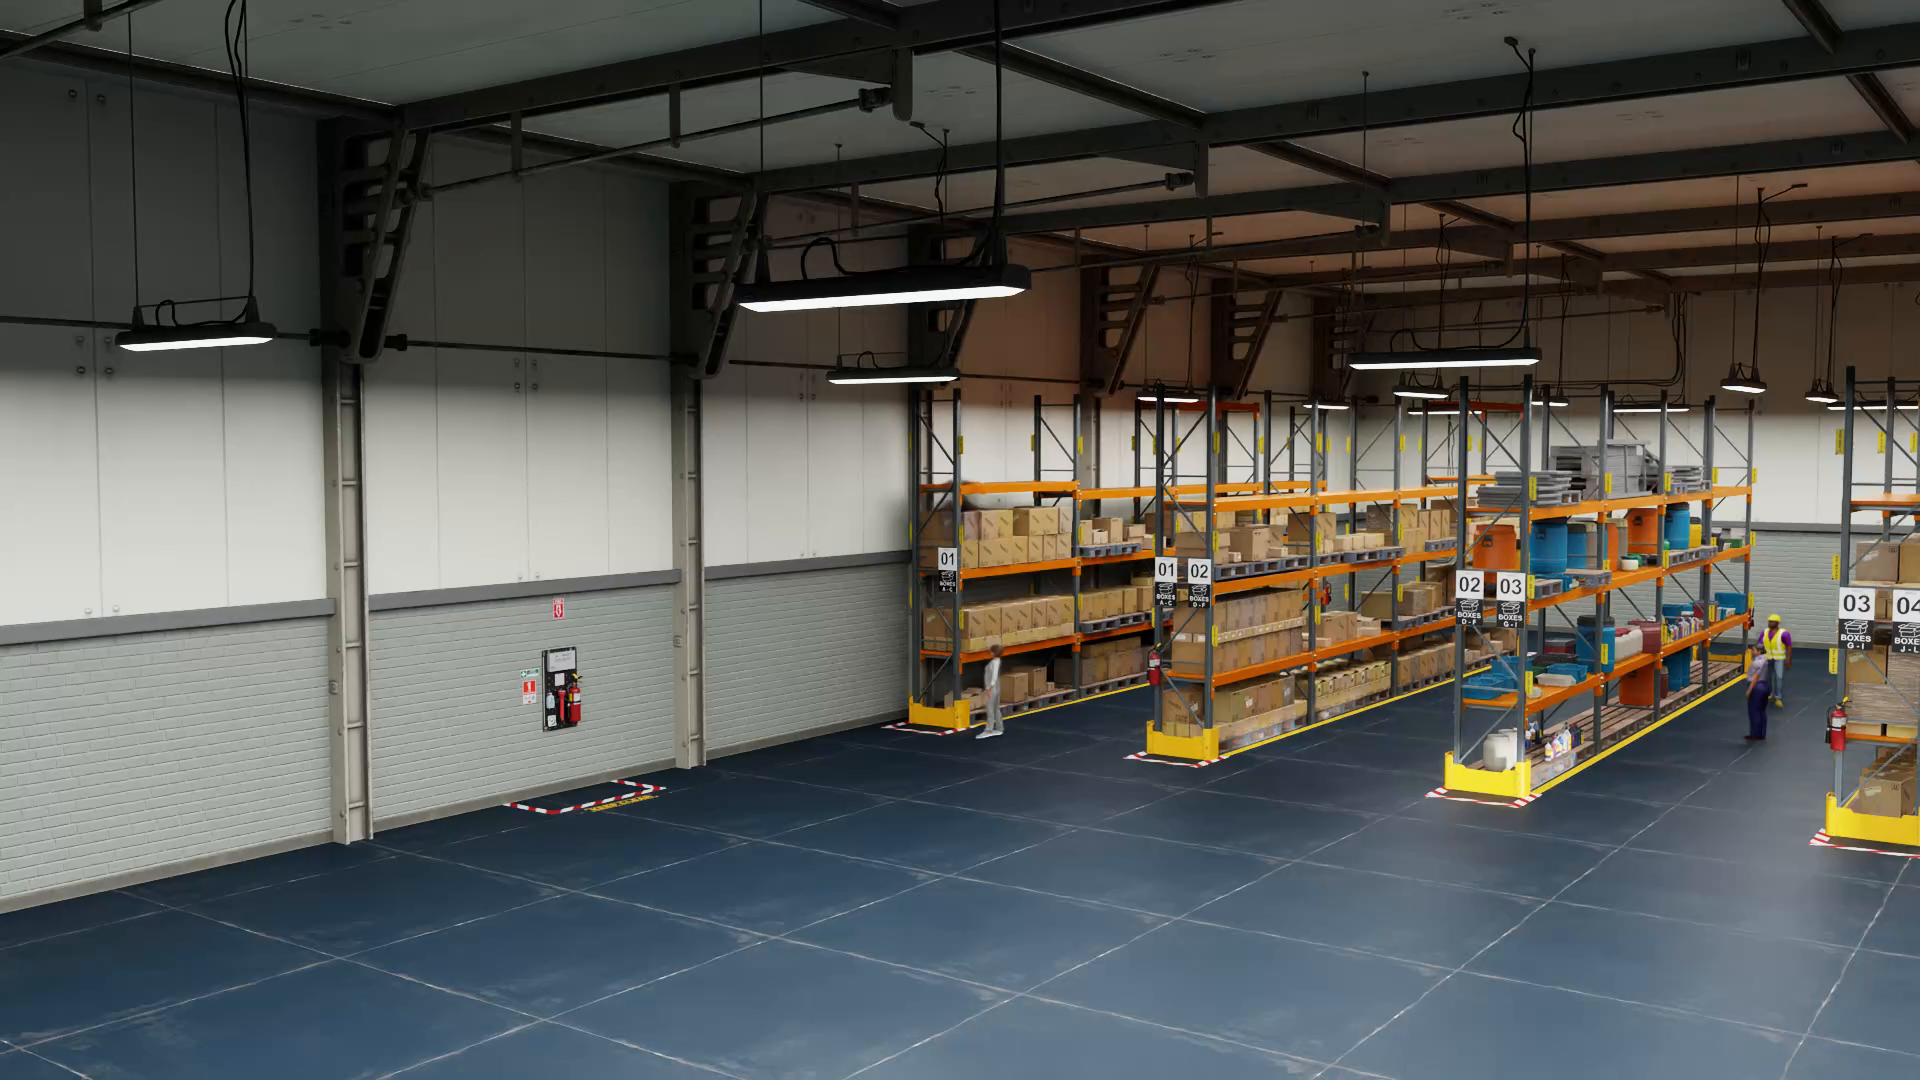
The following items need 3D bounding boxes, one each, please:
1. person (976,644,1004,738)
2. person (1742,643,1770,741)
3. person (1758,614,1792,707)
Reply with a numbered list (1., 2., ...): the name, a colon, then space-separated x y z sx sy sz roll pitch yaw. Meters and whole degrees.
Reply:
1. person: 0.514 2.587 28.527 0.502 1.608 0.435 0 3 -6
2. person: 13.488 2.569 28.148 0.387 1.659 0.488 3 4 42
3. person: 15.662 2.295 32.047 0.663 1.726 0.982 1 4 23
